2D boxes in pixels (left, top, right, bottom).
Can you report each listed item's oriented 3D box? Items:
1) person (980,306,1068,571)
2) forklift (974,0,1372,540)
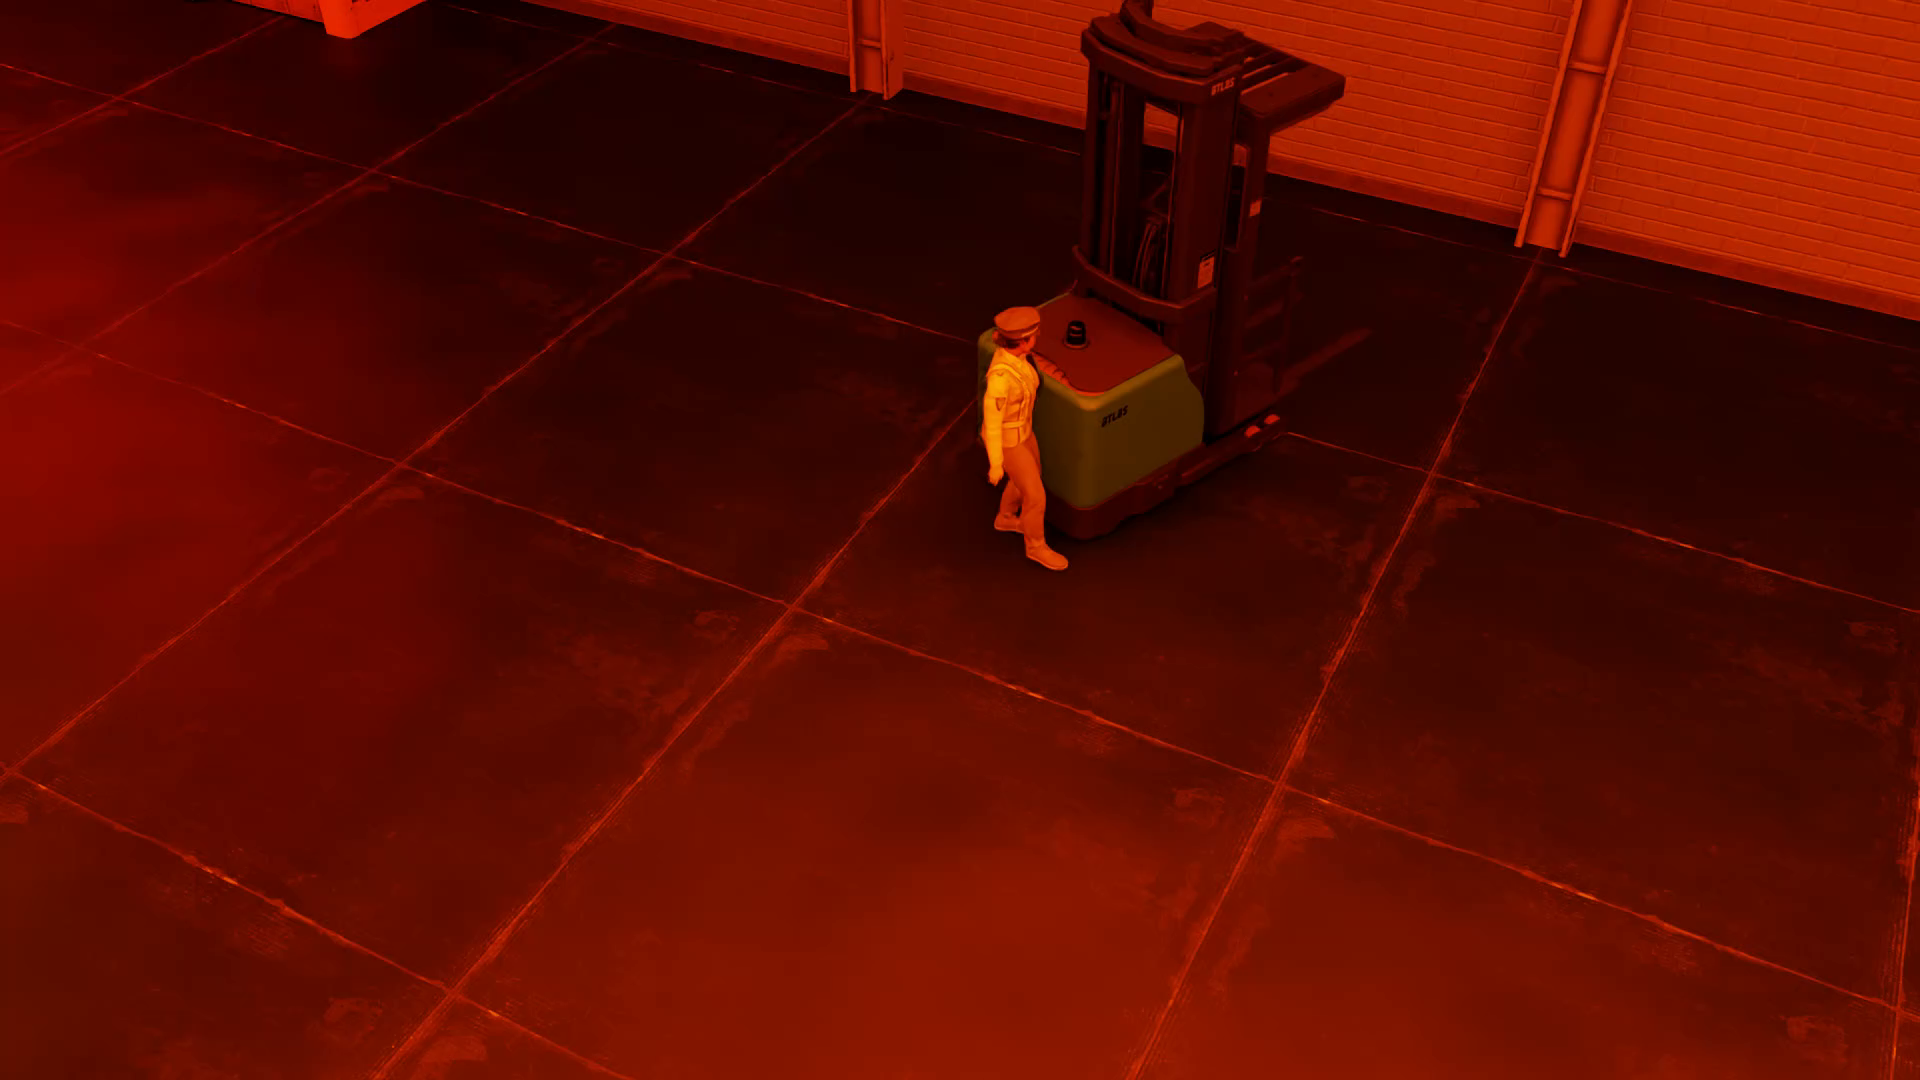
[{"bbox_3d":[0.407,-0.604,9.718,0.572,1.614,0.704,7,41,8],"label":"person"},{"bbox_3d":[1.533,-1.935,10.284,3.031,2.935,1.130,-29,48,-30],"label":"forklift"}]
